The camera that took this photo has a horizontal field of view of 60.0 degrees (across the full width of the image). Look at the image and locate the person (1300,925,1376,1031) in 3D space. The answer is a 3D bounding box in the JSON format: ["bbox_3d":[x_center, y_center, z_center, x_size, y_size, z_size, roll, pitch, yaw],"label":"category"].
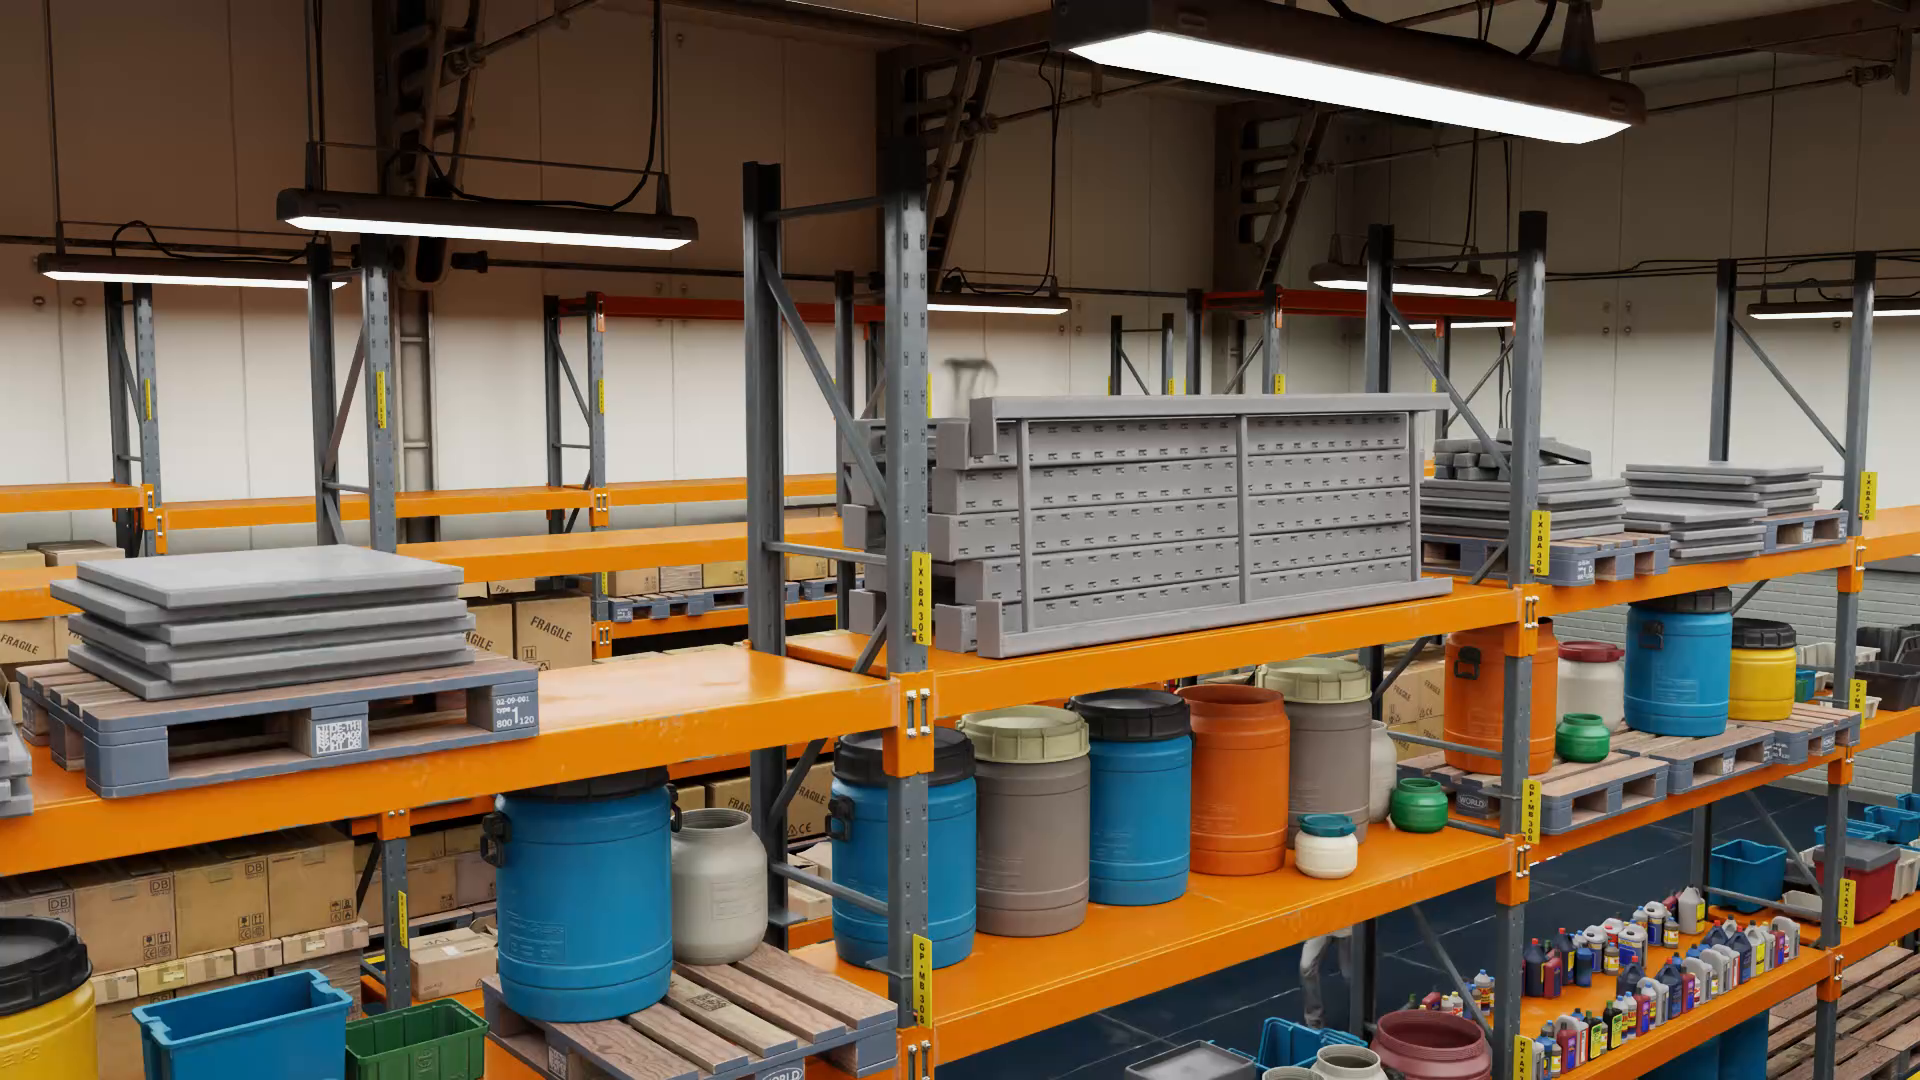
[{"bbox_3d":[2.990,3.073,13.110,0.676,1.782,0.943,5,8,43],"label":"person"}]
